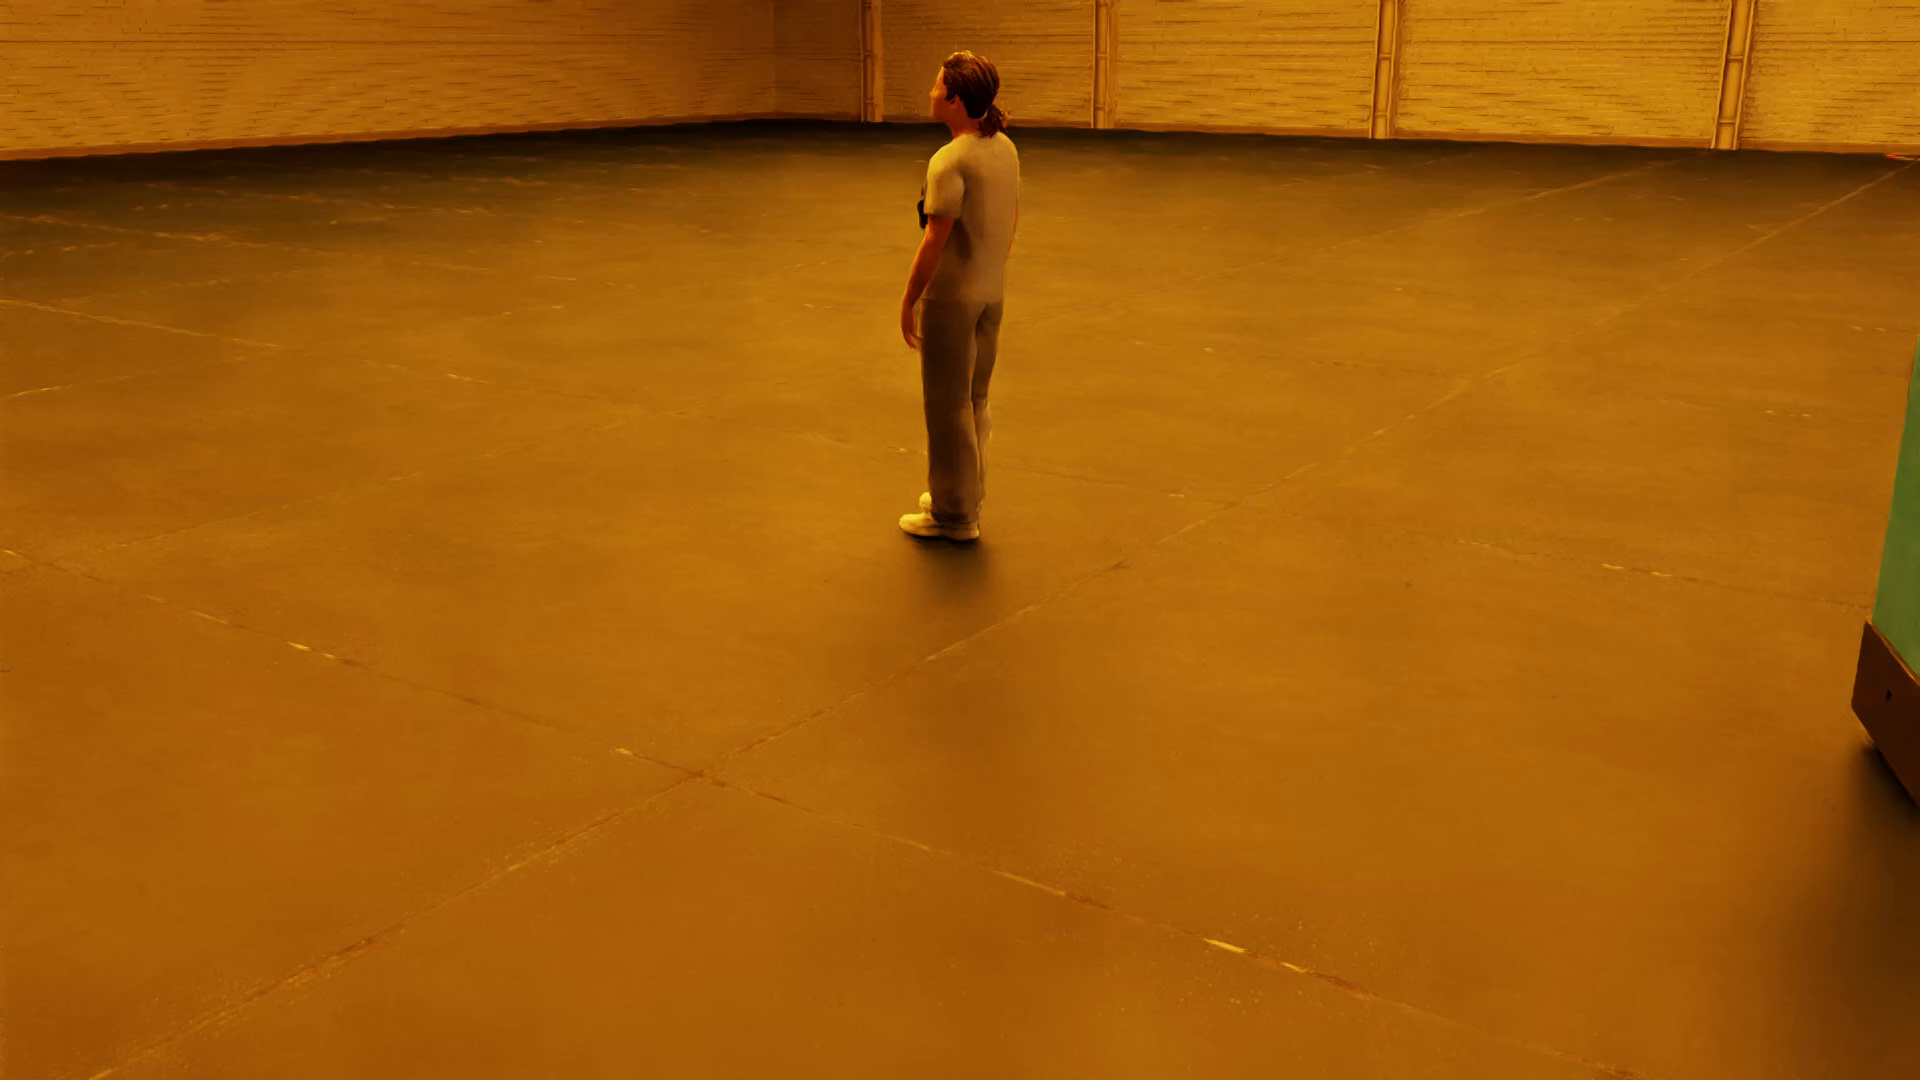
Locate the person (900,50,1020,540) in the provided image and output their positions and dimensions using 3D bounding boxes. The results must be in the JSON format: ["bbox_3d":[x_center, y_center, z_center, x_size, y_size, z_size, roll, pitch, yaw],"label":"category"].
[{"bbox_3d":[-0.053,-0.818,5.759,0.548,1.660,0.550,11,20,33],"label":"person"}]

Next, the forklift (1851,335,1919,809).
[{"bbox_3d":[3.644,-0.679,3.103,3.031,2.935,1.130,4,17,14],"label":"forklift"}]
